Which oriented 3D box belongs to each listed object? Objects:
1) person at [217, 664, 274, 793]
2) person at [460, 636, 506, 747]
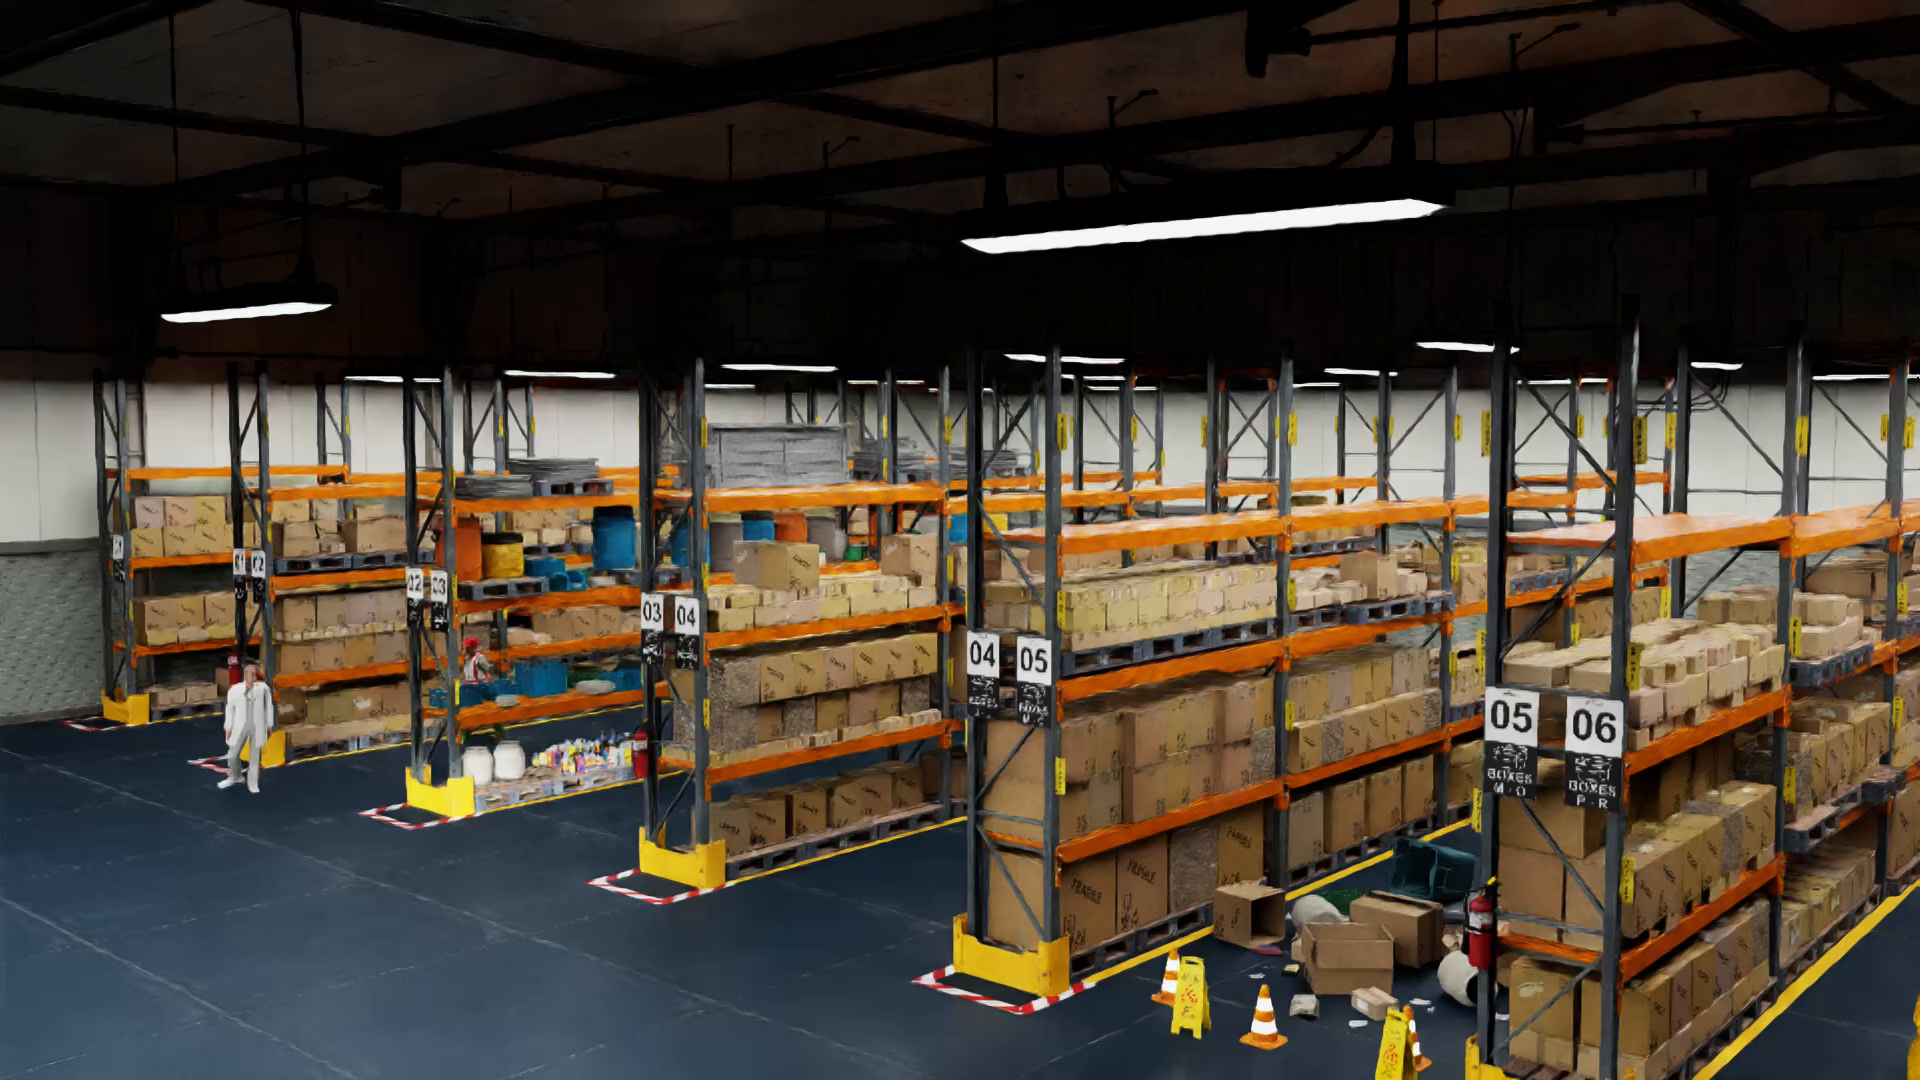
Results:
[{"bbox_3d":[-9.839,2.586,22.865,0.752,1.770,0.519,-2,5,-22],"label":"person"},{"bbox_3d":[-7.678,2.362,26.299,0.553,1.709,1.123,4,6,43],"label":"person"}]
